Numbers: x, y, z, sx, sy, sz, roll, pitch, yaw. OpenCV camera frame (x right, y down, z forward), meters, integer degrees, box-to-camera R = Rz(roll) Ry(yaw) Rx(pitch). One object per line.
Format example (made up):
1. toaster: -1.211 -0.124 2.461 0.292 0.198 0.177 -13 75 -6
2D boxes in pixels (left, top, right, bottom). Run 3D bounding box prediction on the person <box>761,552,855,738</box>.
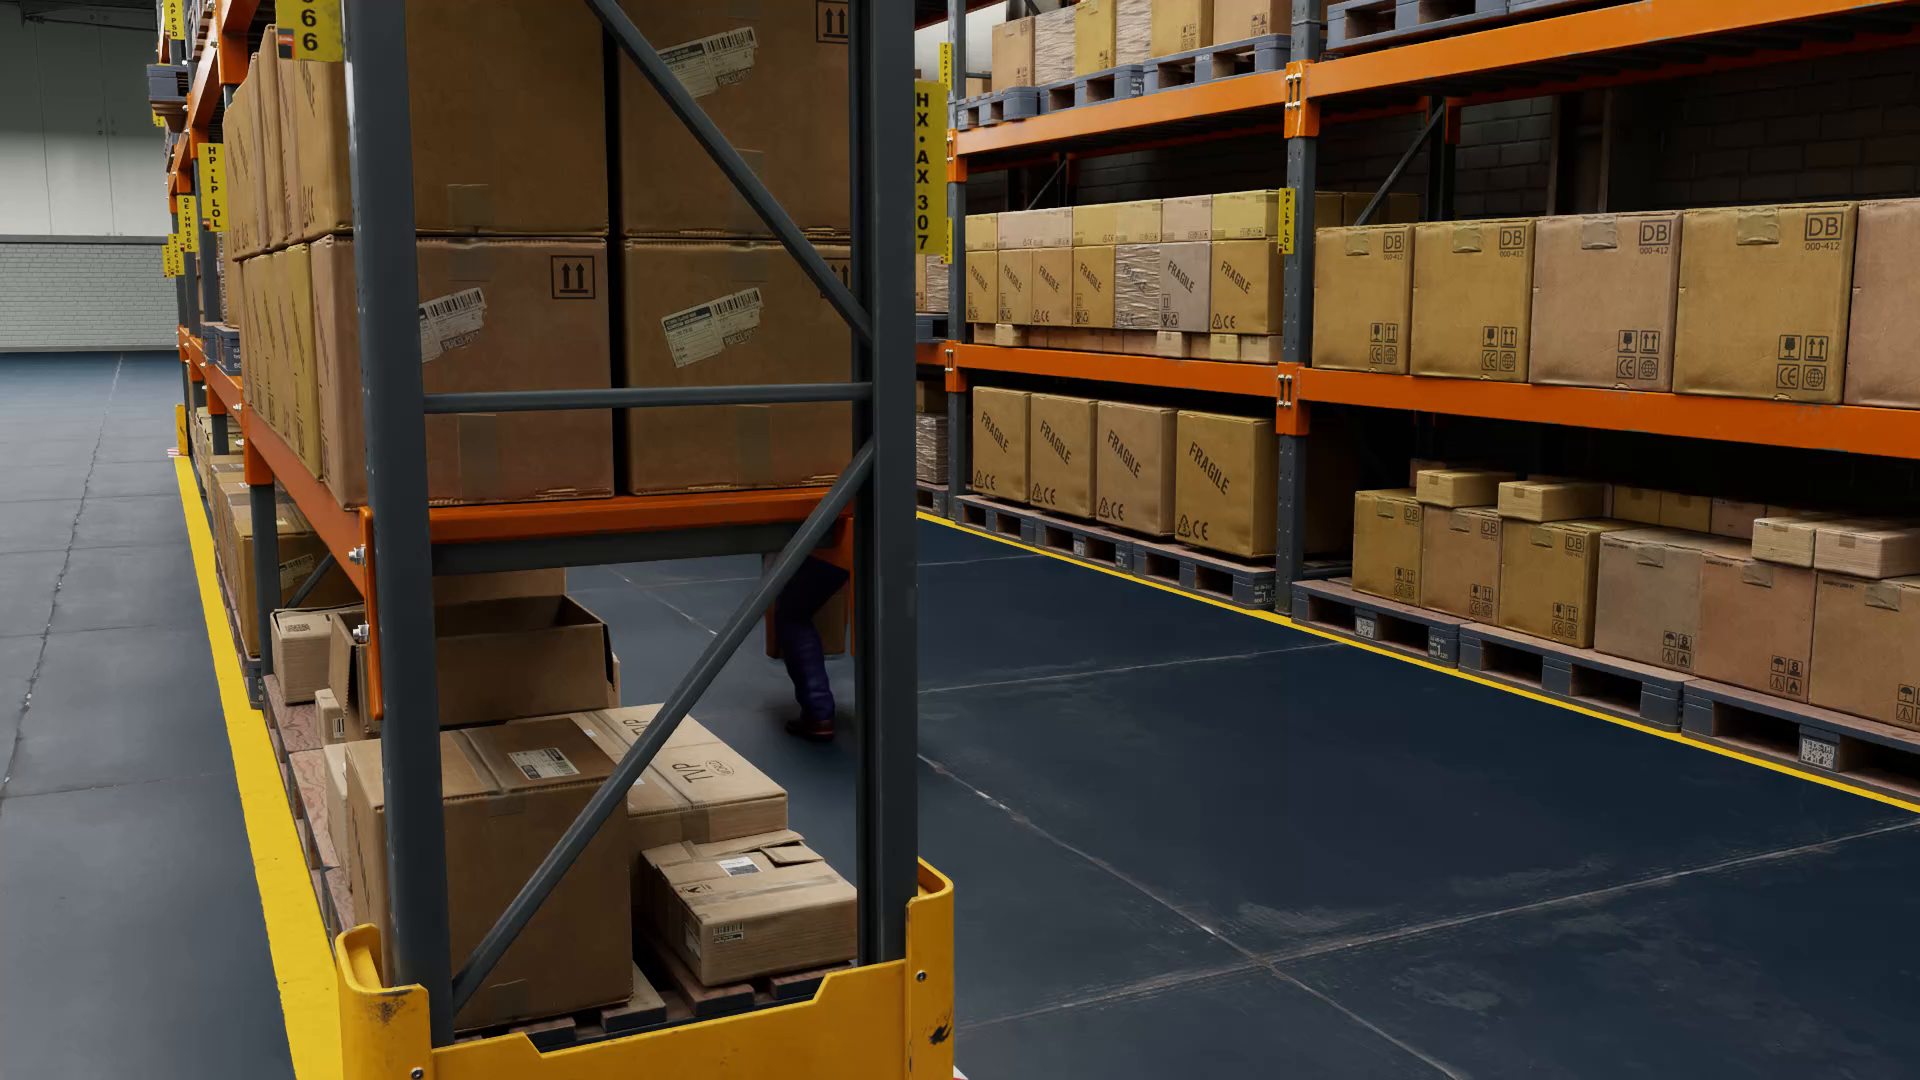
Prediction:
1. person: -0.544 0.230 6.591 0.488 0.989 0.911 -5 10 -28
